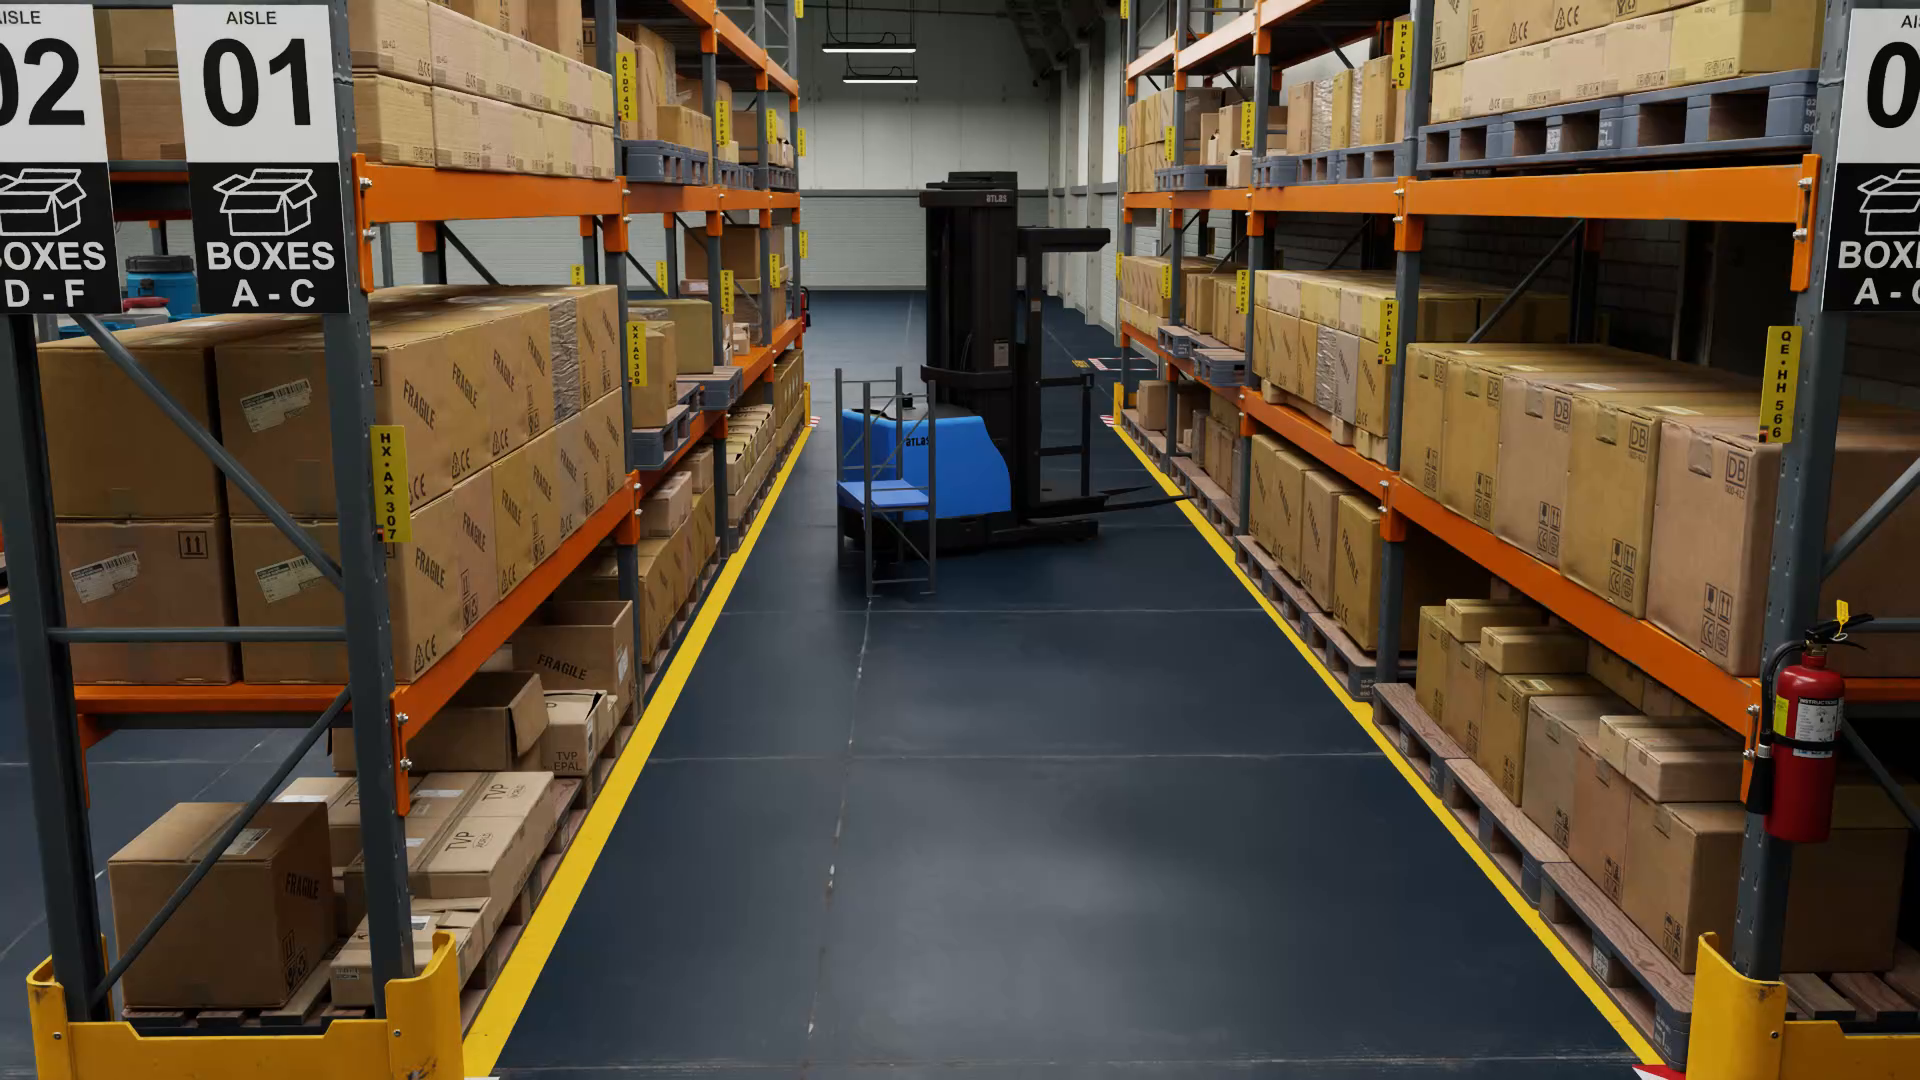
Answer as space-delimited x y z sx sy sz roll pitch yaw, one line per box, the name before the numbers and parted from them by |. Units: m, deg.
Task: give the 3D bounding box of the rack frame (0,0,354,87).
rack frame | -2.119 -2.667 4.074 1.000 3.000 0.127 0 11 -1

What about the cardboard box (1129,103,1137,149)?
cardboard box | 2.228 -4.770 19.168 0.500 0.500 0.500 0 11 -2

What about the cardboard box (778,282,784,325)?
cardboard box | -2.437 -2.760 19.366 0.700 0.500 0.500 0 11 0

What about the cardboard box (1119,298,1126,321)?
cardboard box | 2.196 -2.767 19.980 0.500 0.250 0.500 -1 11 -3

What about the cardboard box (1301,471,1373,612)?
cardboard box | 2.587 -0.001 10.371 0.750 0.750 0.750 0 11 1

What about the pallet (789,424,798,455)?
pallet | -2.369 -1.148 18.684 1.003 0.211 1.213 0 11 -1

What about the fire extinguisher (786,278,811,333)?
fire extinguisher | -1.987 -2.895 20.481 0.296 0.674 0.183 0 11 -1

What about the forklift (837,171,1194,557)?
forklift | 0.540 -1.499 13.574 3.031 2.935 1.130 -7 13 -29

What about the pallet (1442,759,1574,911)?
pallet | 2.717 1.218 7.026 1.003 0.211 1.213 0 11 -1

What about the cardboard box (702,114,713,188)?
cardboard box | -2.241 -2.750 11.775 0.910 0.500 0.500 0 11 -1

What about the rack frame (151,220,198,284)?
rack frame | -7.319 -2.093 16.332 1.000 3.000 0.127 0 11 -1

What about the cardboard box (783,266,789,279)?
cardboard box | -2.251 -3.200 19.903 0.380 0.149 0.250 0 11 -2

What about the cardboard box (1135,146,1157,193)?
cardboard box | 2.250 -4.180 18.774 0.500 0.500 0.500 0 11 1

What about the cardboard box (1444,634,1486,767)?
cardboard box | 2.671 0.725 7.674 0.700 0.500 0.500 0 11 -2

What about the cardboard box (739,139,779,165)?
cardboard box | -2.125 -4.022 17.112 0.500 0.311 0.500 -1 12 -4

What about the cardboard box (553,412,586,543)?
cardboard box | -1.909 -0.269 7.087 0.500 0.500 0.500 0 11 0

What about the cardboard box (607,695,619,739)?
cardboard box | -1.838 0.845 7.911 0.380 0.149 0.250 0 11 -1

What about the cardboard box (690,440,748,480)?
cardboard box | -2.020 -0.660 13.719 0.500 0.311 0.500 -1 11 -3

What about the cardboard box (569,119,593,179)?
cardboard box | -1.926 -1.724 7.346 0.500 0.250 0.500 0 11 -1

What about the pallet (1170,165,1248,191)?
pallet | 2.517 -3.183 14.630 1.213 0.211 1.003 0 11 -1

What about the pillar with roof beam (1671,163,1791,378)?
pillar with roof beam | -0.674 -3.330 7.342 9.100 9.000 0.400 0 11 -1

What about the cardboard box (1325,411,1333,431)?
cardboard box | 2.479 -0.749 10.288 0.380 0.149 0.250 -1 11 -3

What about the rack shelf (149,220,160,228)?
rack shelf | -7.278 -2.813 14.146 1.077 0.370 4.000 0 11 -1

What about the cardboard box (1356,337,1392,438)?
cardboard box | 2.490 -0.839 9.100 0.500 0.500 0.500 0 11 -2

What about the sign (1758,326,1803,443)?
sign | 2.291 -0.433 4.639 0.100 0.325 0.005 0 11 -1

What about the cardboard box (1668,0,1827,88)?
cardboard box | 2.553 -1.544 5.152 0.500 0.250 0.500 0 11 1

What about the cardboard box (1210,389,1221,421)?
cardboard box | 2.630 -1.258 15.511 0.500 0.250 0.500 0 11 -2

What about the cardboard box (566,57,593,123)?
cardboard box | -1.913 -1.969 7.296 0.500 0.250 0.500 0 11 -1

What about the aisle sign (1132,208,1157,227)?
aisle sign | 2.202 -4.216 20.258 0.394 0.787 0.004 0 11 -1

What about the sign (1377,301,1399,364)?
sign | 2.209 -1.068 8.566 0.100 0.325 0.005 0 11 -1

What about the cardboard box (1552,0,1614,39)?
cardboard box | 2.527 -2.115 6.079 0.500 0.500 0.500 -1 11 -4

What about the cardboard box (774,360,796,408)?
cardboard box | -2.096 -1.730 18.516 0.500 0.500 0.500 0 11 -1

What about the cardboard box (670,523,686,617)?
cardboard box | -1.993 0.184 10.286 0.500 0.500 0.500 0 11 0

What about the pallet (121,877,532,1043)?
pallet | -2.138 1.466 5.804 1.003 0.211 1.213 0 11 -1

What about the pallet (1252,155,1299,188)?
pallet | 2.735 -2.588 11.704 1.213 0.211 1.003 0 11 1

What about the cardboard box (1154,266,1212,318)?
cardboard box | 2.267 -2.530 16.928 0.500 0.500 0.500 0 11 -1

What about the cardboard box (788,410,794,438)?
cardboard box | -2.083 -1.263 18.101 0.500 0.250 0.500 0 11 -1

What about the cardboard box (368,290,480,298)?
cardboard box | -2.462 -0.864 7.508 0.500 0.500 0.500 -1 11 -3

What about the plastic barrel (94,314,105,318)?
plastic barrel | -7.494 -1.737 14.234 0.433 0.535 0.433 0 11 0

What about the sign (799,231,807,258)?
sign | -1.906 -3.591 20.207 0.100 0.325 0.005 0 11 -1

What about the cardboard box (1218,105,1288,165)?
cardboard box | 2.543 -3.505 14.437 0.500 0.500 0.500 -1 11 -3

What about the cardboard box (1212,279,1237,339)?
cardboard box | 2.612 -2.055 14.788 0.700 0.500 0.500 1 12 7

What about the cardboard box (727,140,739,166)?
cardboard box | -2.363 -3.593 15.500 0.500 0.250 0.500 1 12 5

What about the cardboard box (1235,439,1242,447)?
cardboard box | 2.707 -0.575 14.030 0.700 0.500 0.500 0 11 -1

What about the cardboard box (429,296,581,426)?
cardboard box | -1.908 -0.760 6.995 0.500 0.500 0.500 0 11 -1

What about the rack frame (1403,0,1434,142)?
rack frame | 2.751 -3.484 8.098 1.000 3.000 0.127 0 11 -1

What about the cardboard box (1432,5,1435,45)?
cardboard box | 2.864 -2.821 9.133 0.500 0.250 0.500 1 11 3

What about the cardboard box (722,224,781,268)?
cardboard box | -2.435 -3.385 19.184 0.700 0.500 0.500 -1 11 -3

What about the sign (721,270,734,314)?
sign | -1.742 -1.850 12.423 0.100 0.325 0.005 0 11 -1

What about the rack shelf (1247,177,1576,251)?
rack shelf | 2.710 -2.059 10.427 1.077 0.370 4.000 0 11 -1

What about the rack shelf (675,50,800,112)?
rack shelf | -2.408 -4.902 17.903 1.077 0.370 4.000 0 11 -1

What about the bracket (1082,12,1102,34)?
bracket | 2.718 -10.480 33.528 0.076 0.066 4.783 0 11 -1

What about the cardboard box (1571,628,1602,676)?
cardboard box | 2.883 0.485 7.226 0.380 0.149 0.250 0 11 -1

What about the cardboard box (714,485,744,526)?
cardboard box | -2.001 -0.281 13.260 0.500 0.250 0.500 0 11 -1

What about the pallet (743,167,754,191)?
pallet | -2.335 -3.314 15.286 0.805 0.209 1.217 -1 11 -3

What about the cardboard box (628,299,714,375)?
cardboard box | -2.158 -1.448 11.843 0.700 0.500 0.500 -4 12 -20

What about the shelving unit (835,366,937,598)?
shelving unit | -0.545 -0.446 11.987 0.538 1.500 1.048 -3 12 -15

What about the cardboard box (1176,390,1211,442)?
cardboard box | 2.525 -1.331 17.754 0.500 0.500 0.500 -1 12 -5

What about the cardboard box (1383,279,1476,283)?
cardboard box | 2.963 -1.516 10.549 0.500 0.250 0.500 -1 11 -2
